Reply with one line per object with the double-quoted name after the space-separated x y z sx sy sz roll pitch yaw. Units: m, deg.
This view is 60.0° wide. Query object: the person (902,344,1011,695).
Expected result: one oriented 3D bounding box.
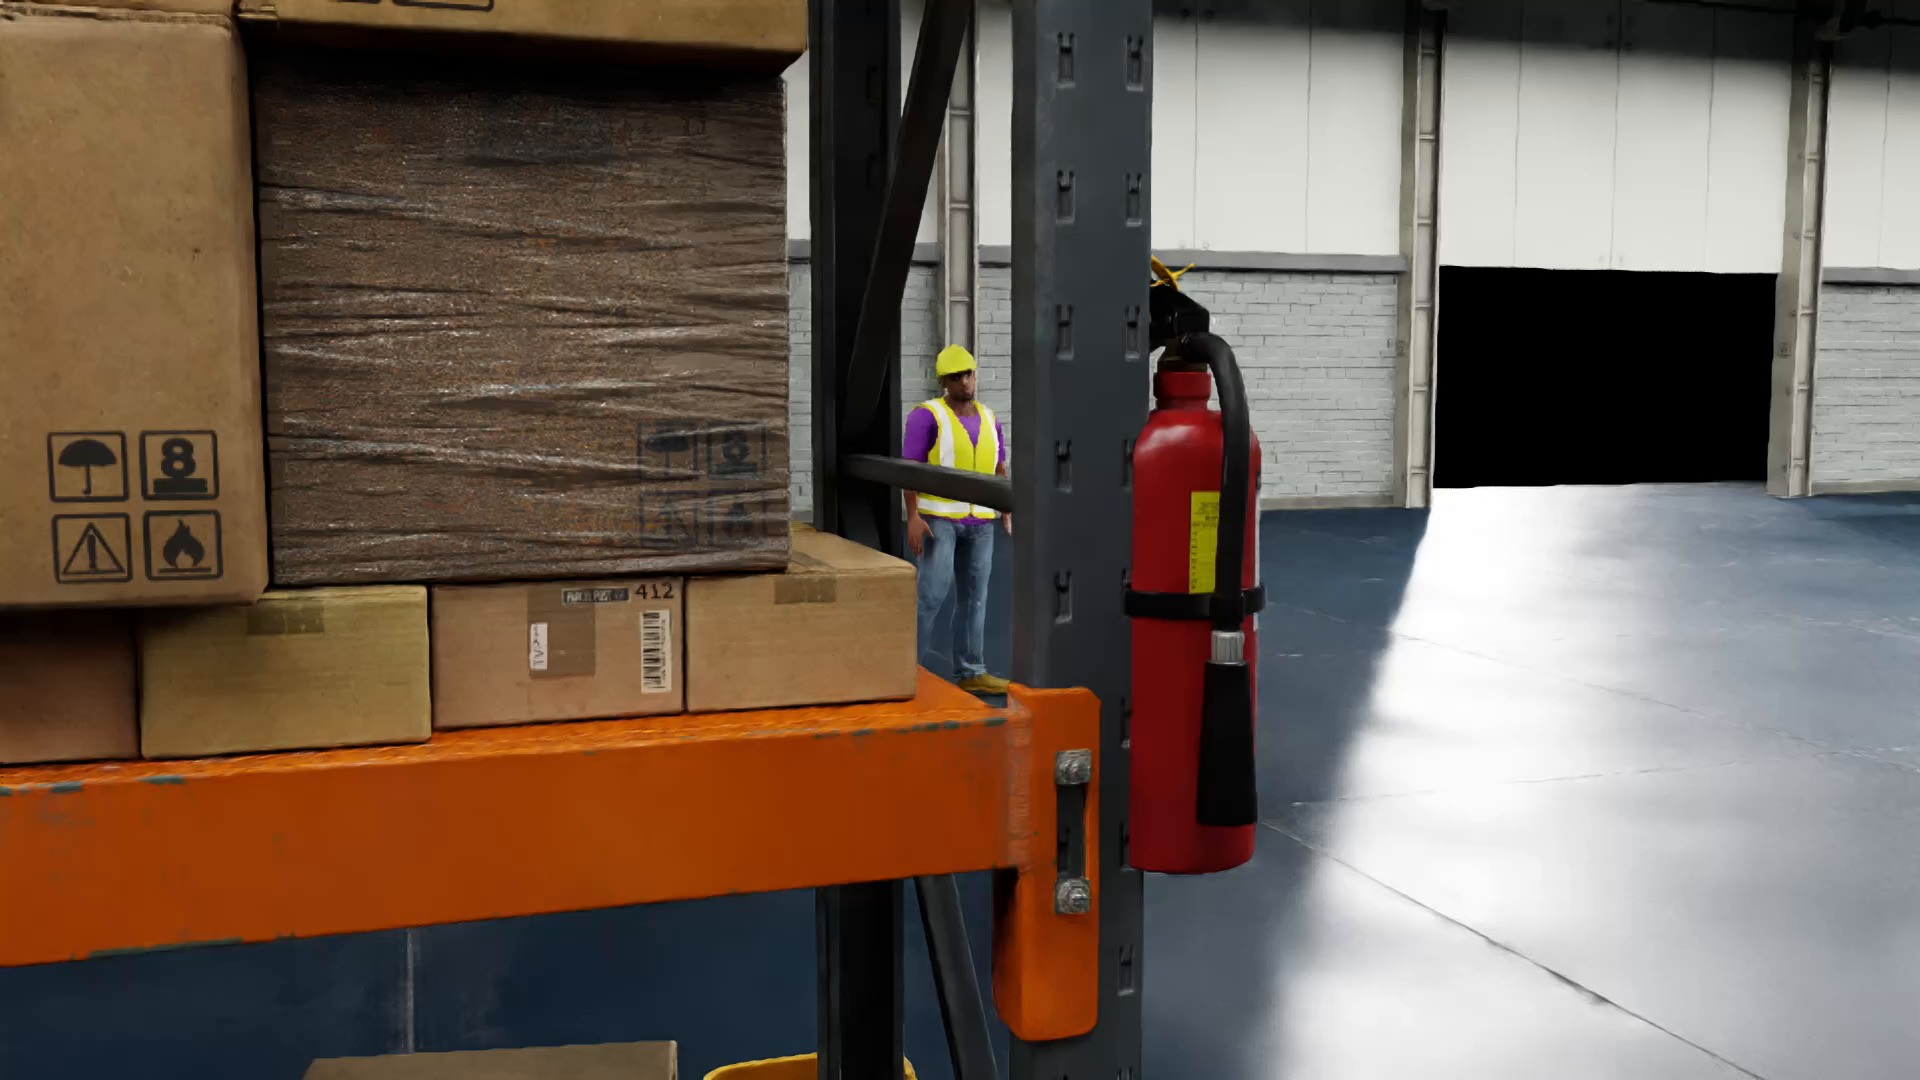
-0.013 -0.073 8.346 0.624 1.807 0.341 -3 6 -28 "person"
